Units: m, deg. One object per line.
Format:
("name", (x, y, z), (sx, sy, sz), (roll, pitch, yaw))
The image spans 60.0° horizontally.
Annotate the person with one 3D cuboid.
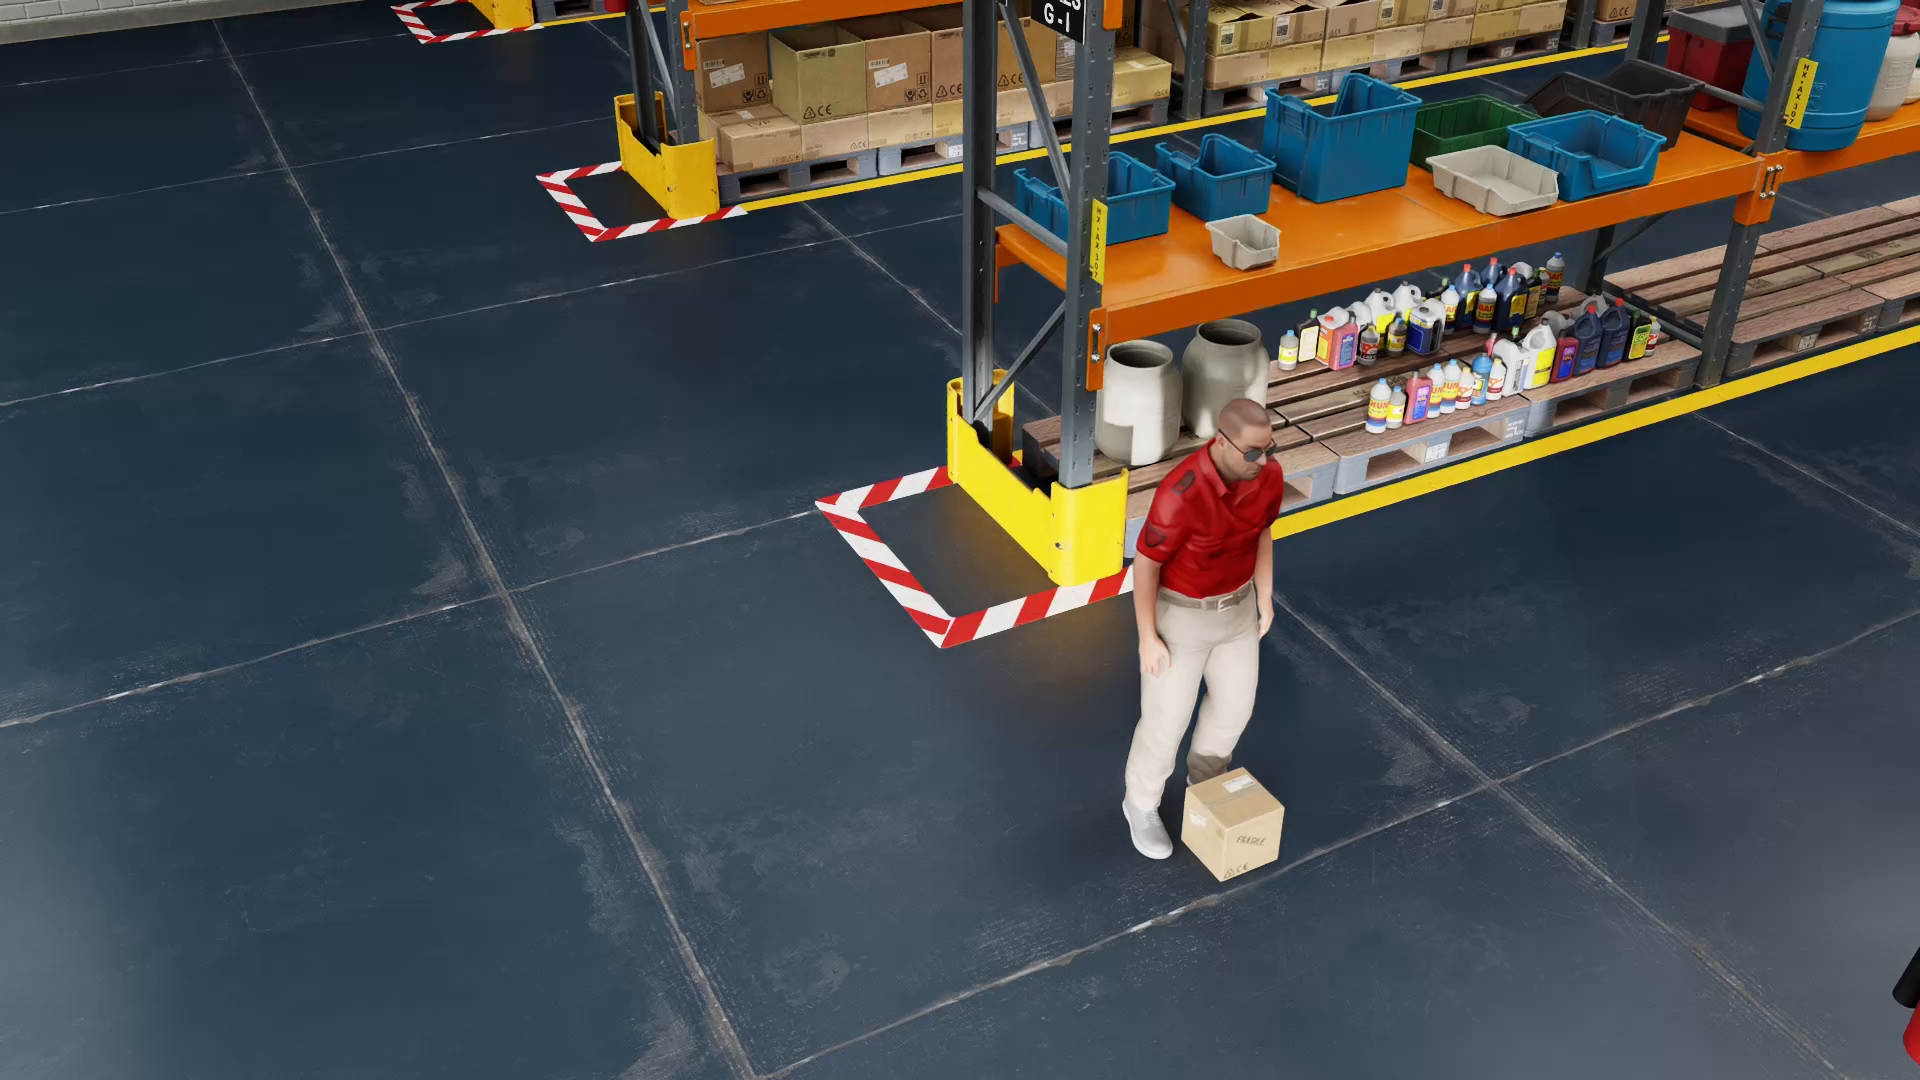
("person", (0.850, 0.273, 5.729), (0.593, 1.725, 0.400), (-18, 37, -25))
